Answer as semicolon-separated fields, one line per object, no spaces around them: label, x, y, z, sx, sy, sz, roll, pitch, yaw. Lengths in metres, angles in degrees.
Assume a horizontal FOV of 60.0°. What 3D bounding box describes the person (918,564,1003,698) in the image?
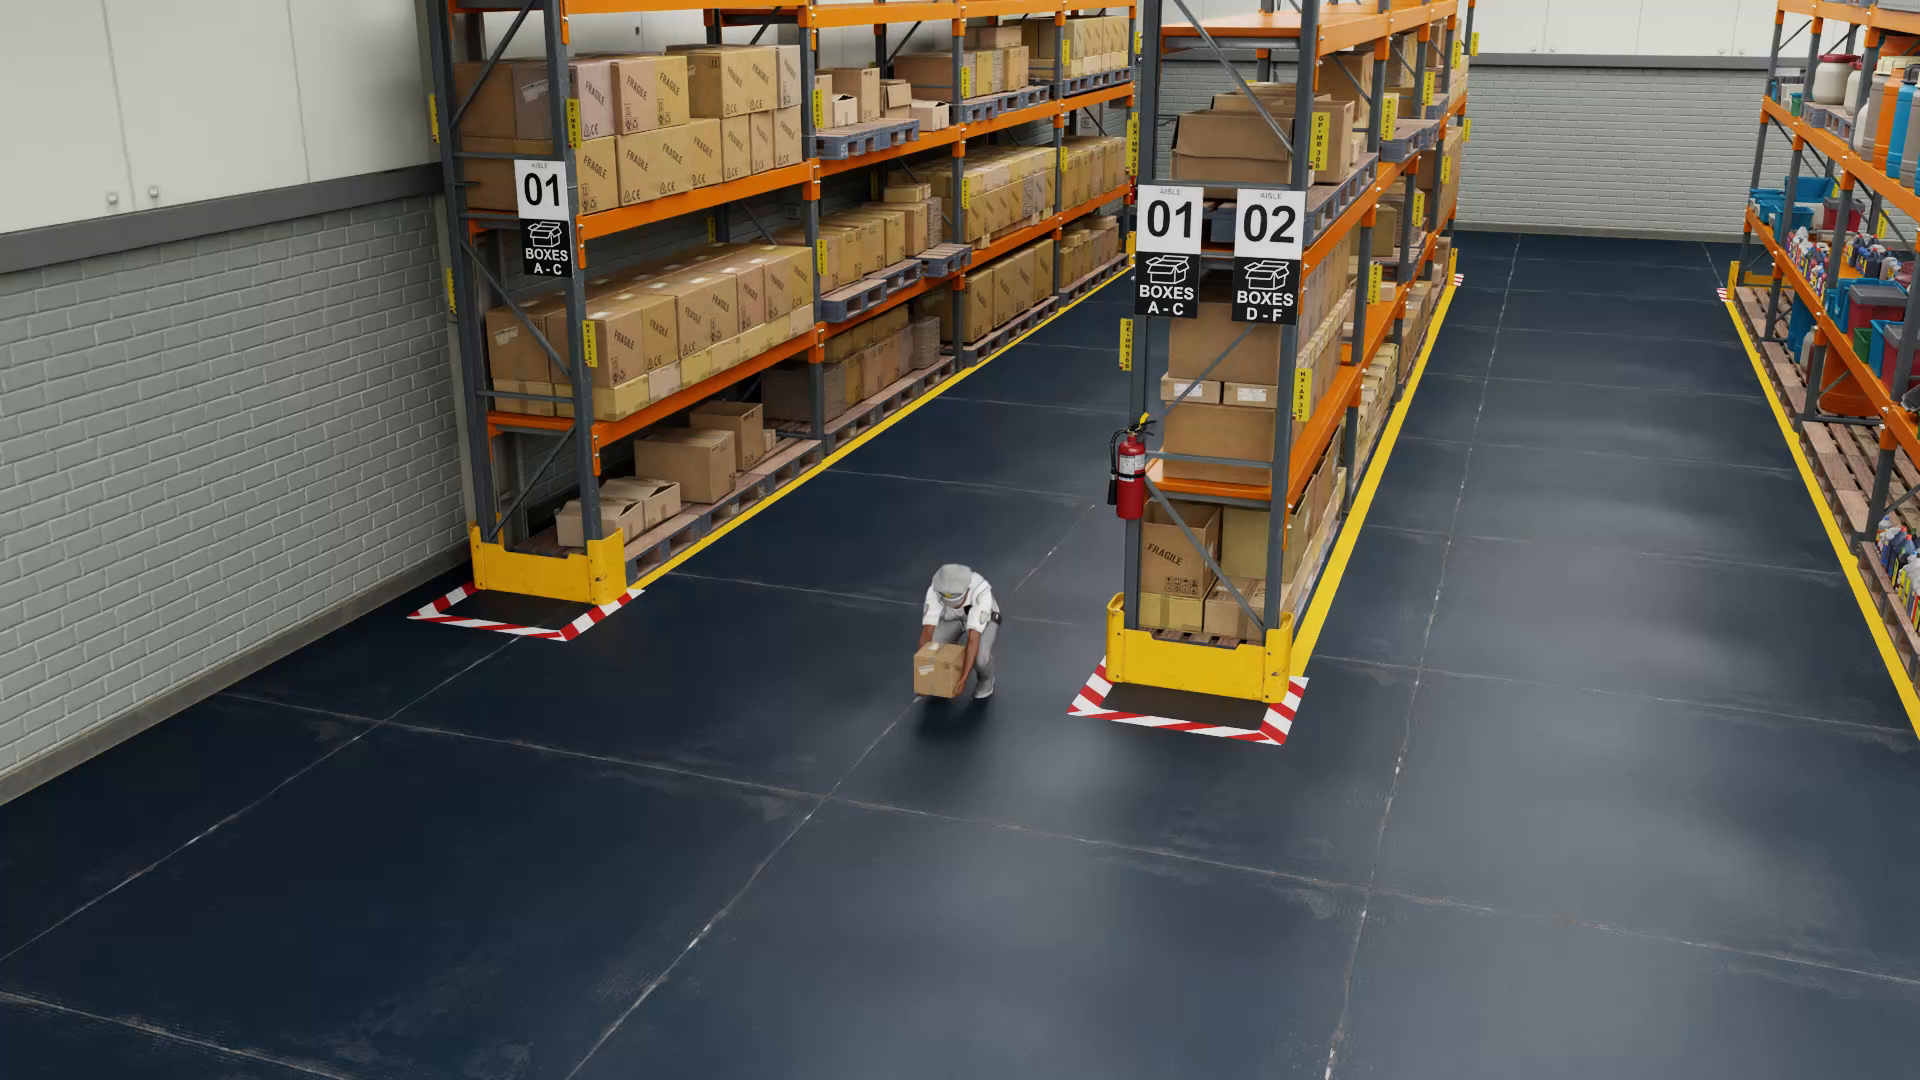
person;-0.006;0.551;10.530;0.462;0.979;0.860;6;20;17
